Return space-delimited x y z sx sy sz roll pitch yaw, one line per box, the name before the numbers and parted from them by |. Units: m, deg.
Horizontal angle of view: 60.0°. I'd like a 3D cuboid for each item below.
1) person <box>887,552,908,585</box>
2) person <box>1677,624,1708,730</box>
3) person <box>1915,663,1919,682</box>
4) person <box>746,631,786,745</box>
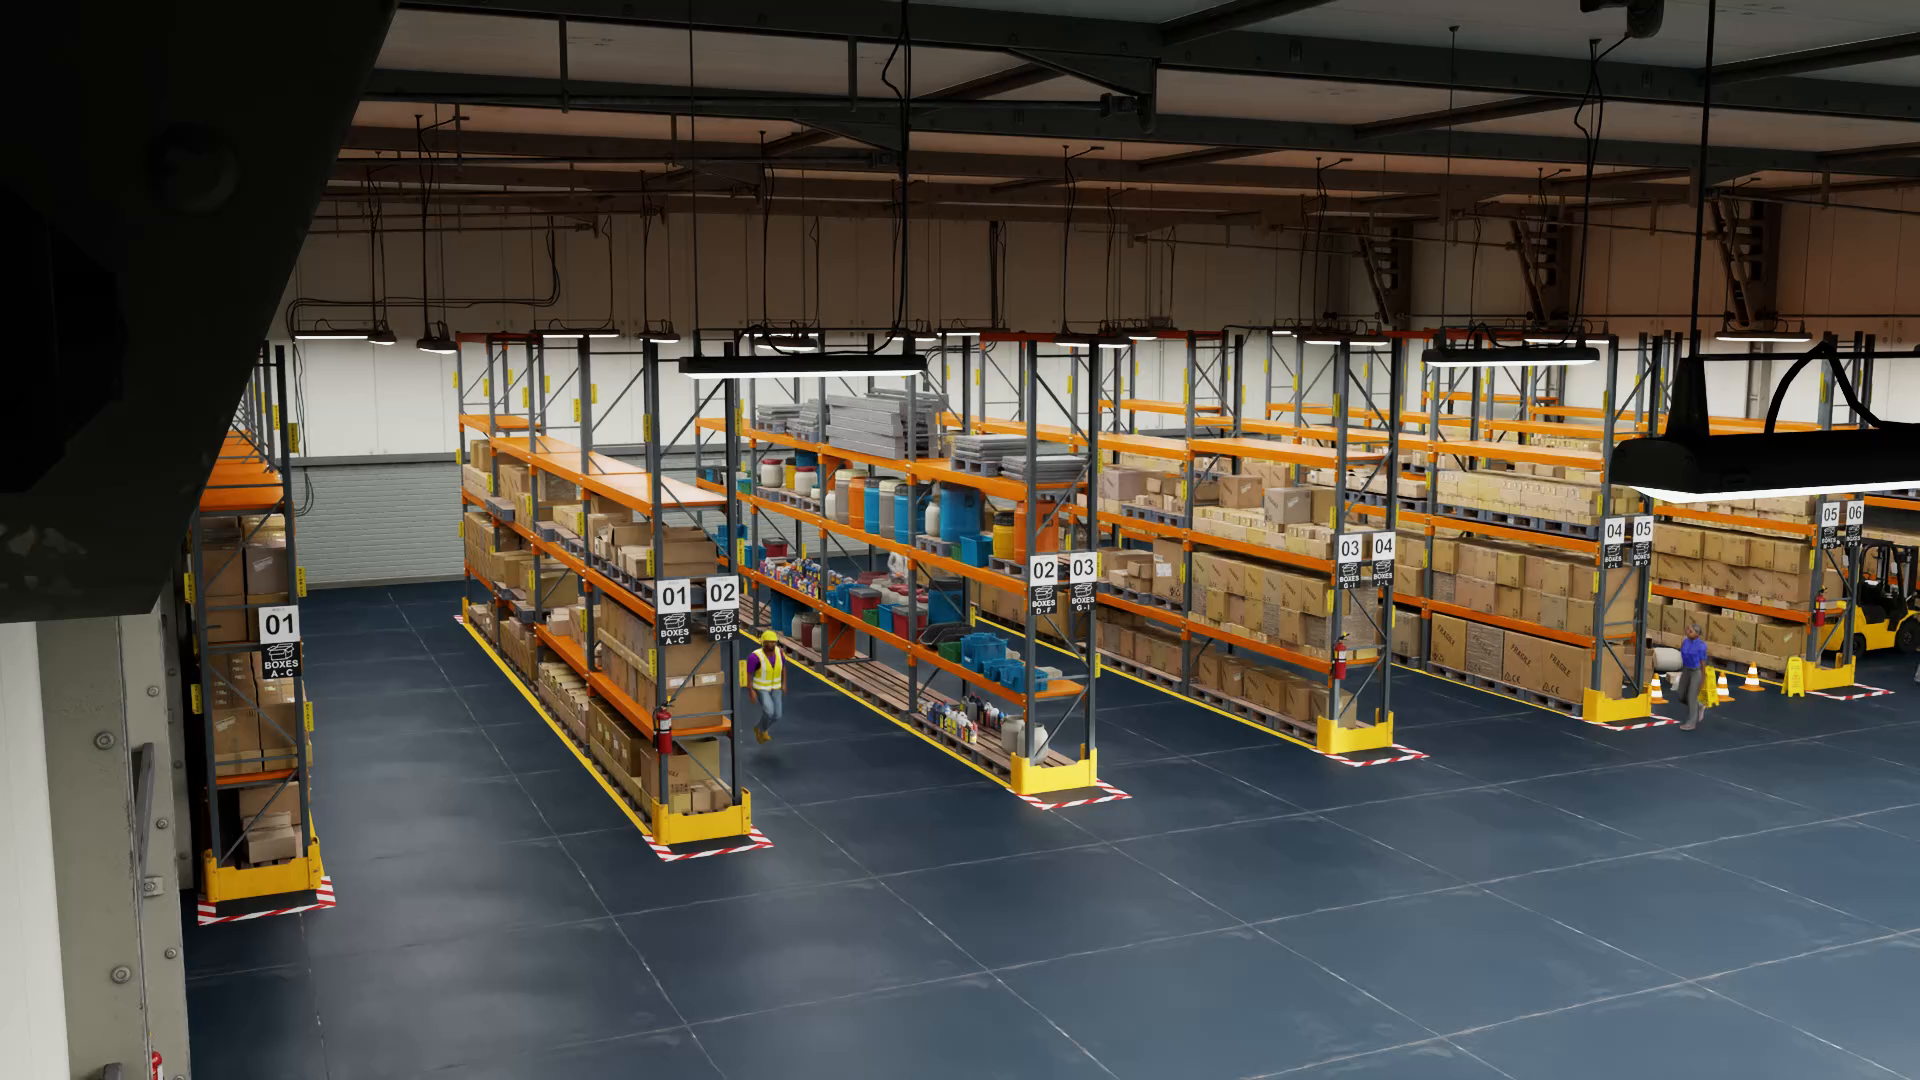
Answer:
person | -1.227 0.745 35.304 0.691 1.681 0.718 -2 8 -16
person | 11.295 2.074 25.525 0.627 1.633 0.455 -3 8 -22
person | 16.749 1.702 28.244 0.505 1.625 0.991 -2 8 -17
person | -2.781 2.140 23.874 0.670 1.733 0.671 -6 10 -38
